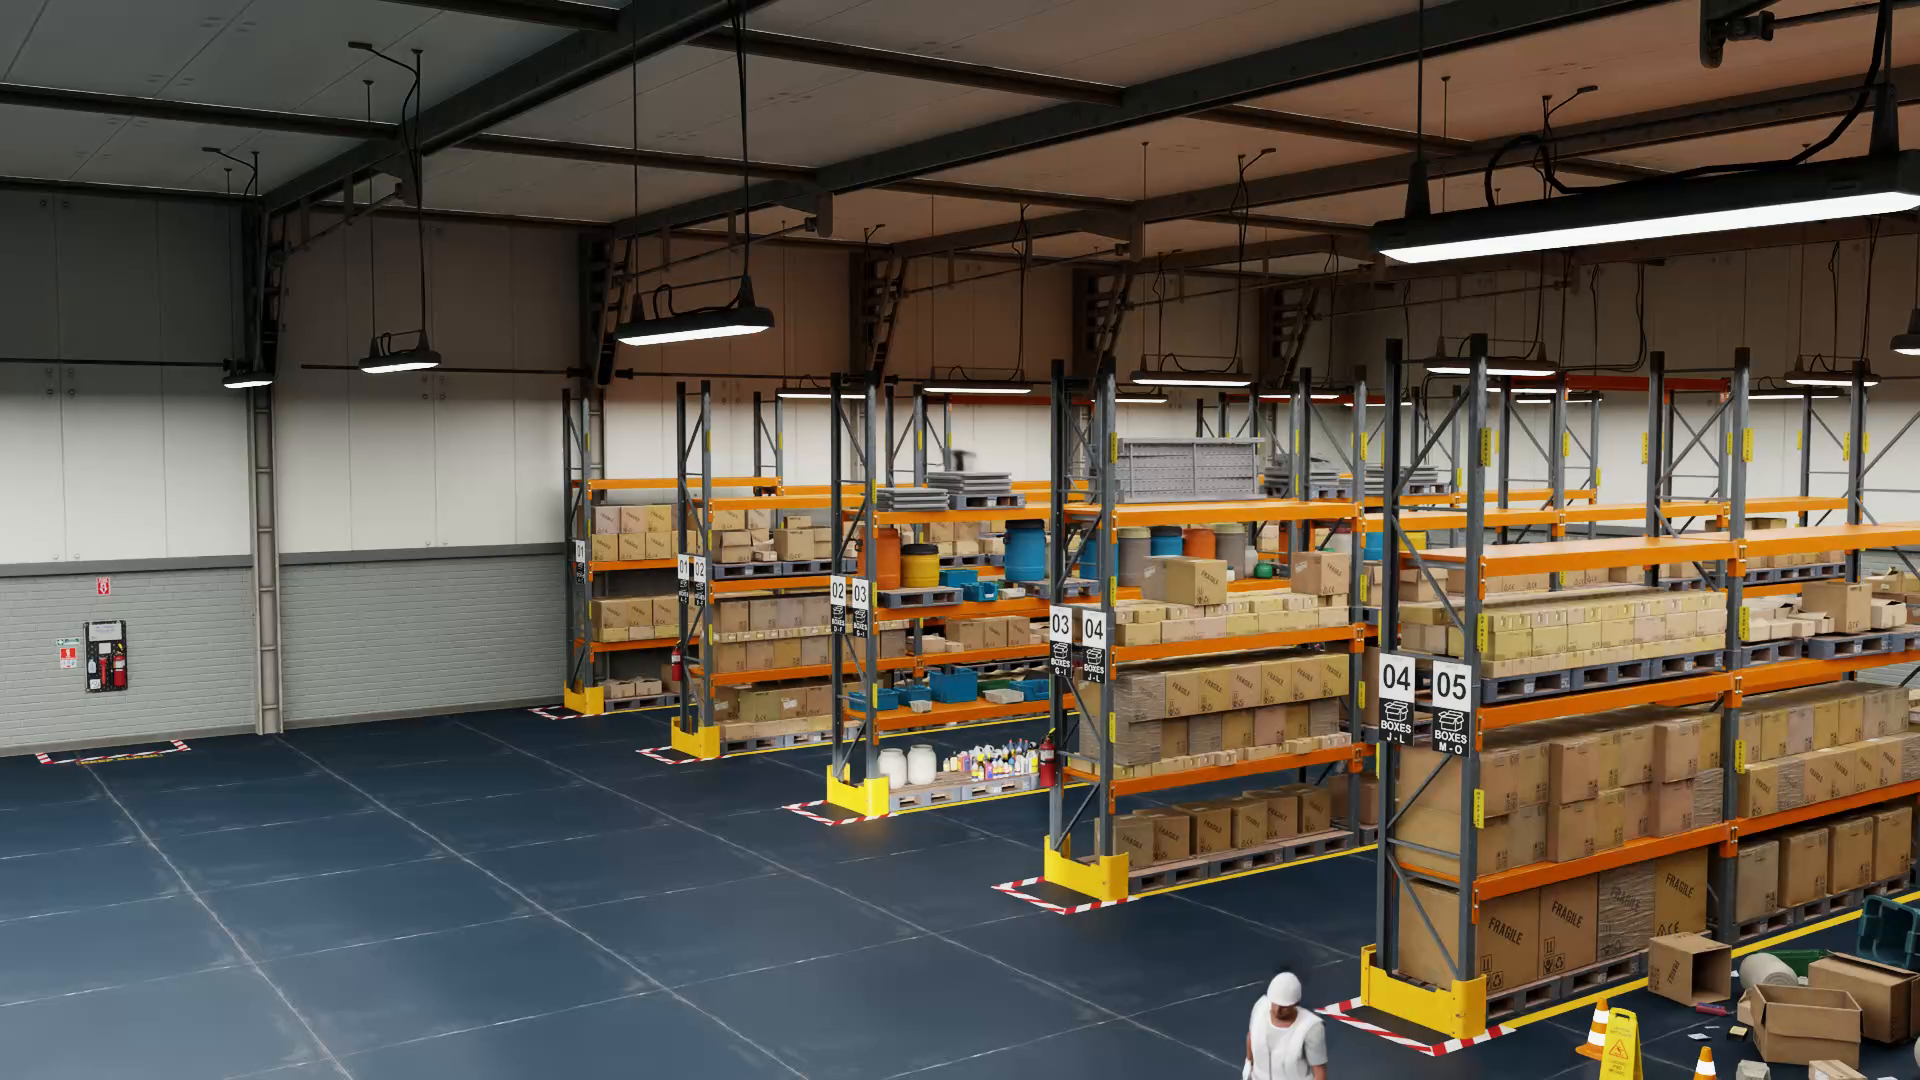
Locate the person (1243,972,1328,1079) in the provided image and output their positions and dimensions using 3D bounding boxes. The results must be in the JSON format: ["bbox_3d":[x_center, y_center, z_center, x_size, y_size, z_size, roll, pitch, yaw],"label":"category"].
[{"bbox_3d":[2.109,3.606,10.906,0.823,1.686,0.670,3,5,40],"label":"person"}]

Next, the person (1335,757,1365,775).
[{"bbox_3d":[5.878,2.670,25.178,0.667,1.789,0.727,4,5,44],"label":"person"}]
